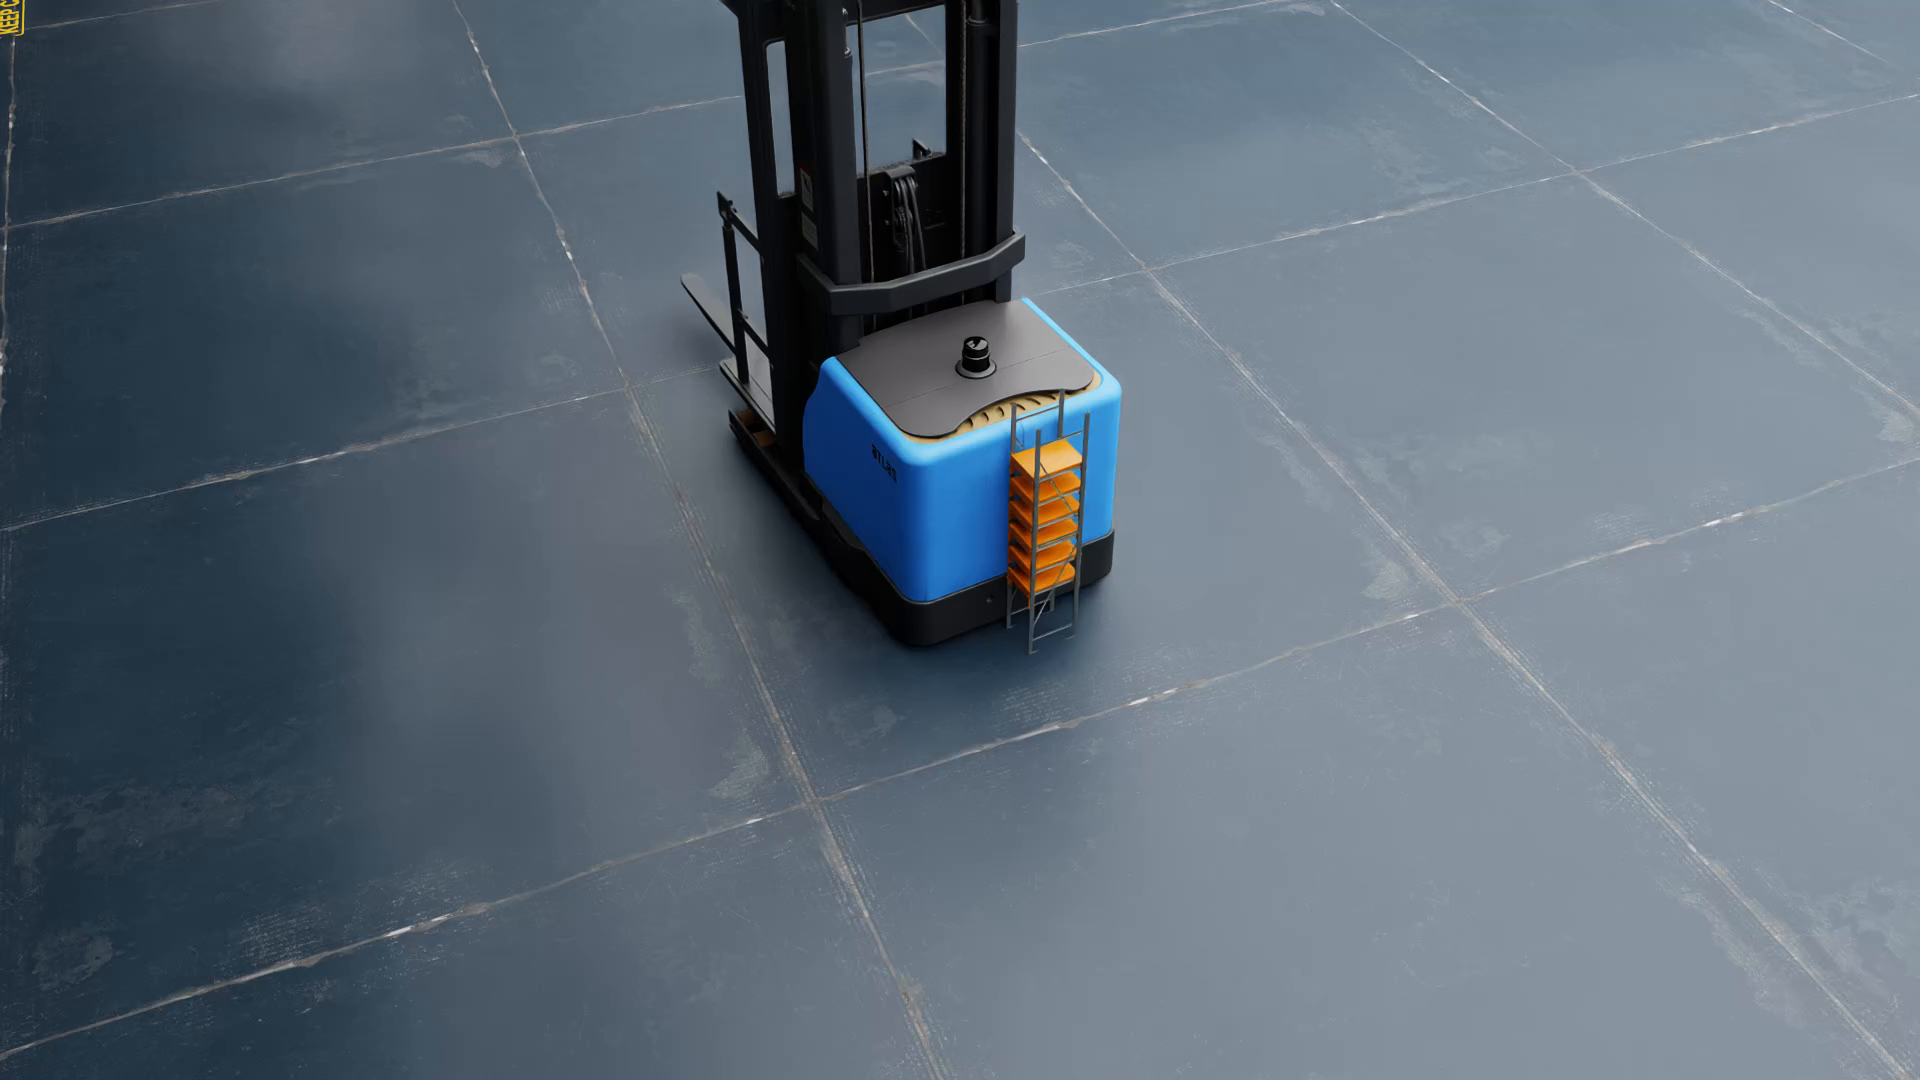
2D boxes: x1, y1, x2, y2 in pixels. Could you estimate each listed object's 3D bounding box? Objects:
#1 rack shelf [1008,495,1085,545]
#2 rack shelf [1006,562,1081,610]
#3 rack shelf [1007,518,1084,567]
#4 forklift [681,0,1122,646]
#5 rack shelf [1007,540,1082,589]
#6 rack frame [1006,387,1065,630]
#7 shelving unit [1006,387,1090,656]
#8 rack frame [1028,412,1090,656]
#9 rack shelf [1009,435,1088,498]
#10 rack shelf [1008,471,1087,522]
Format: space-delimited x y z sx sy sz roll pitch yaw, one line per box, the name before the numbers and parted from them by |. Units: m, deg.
rack shelf | 0.350 -0.110 6.760 0.258 0.103 0.180 -20 45 -22
rack shelf | 0.350 0.163 6.995 0.258 0.103 0.180 -20 45 -22
rack shelf | 0.350 -0.019 6.839 0.258 0.103 0.180 -20 45 -22
forklift | -0.480 -1.613 7.296 1.130 2.935 3.031 -20 45 -22
rack shelf | 0.350 0.072 6.917 0.258 0.103 0.180 -20 45 -22
rack frame | 0.306 -0.105 6.870 0.240 1.200 0.006 -20 45 -22
shelving unit | 0.350 -0.053 6.810 0.258 1.200 0.189 -20 45 -22
rack frame | 0.395 -0.001 6.749 0.240 1.200 0.006 -20 45 -22
rack shelf | 0.350 -0.292 6.604 0.258 0.103 0.180 -20 45 -22
rack shelf | 0.350 -0.201 6.682 0.258 0.103 0.180 -20 45 -22
